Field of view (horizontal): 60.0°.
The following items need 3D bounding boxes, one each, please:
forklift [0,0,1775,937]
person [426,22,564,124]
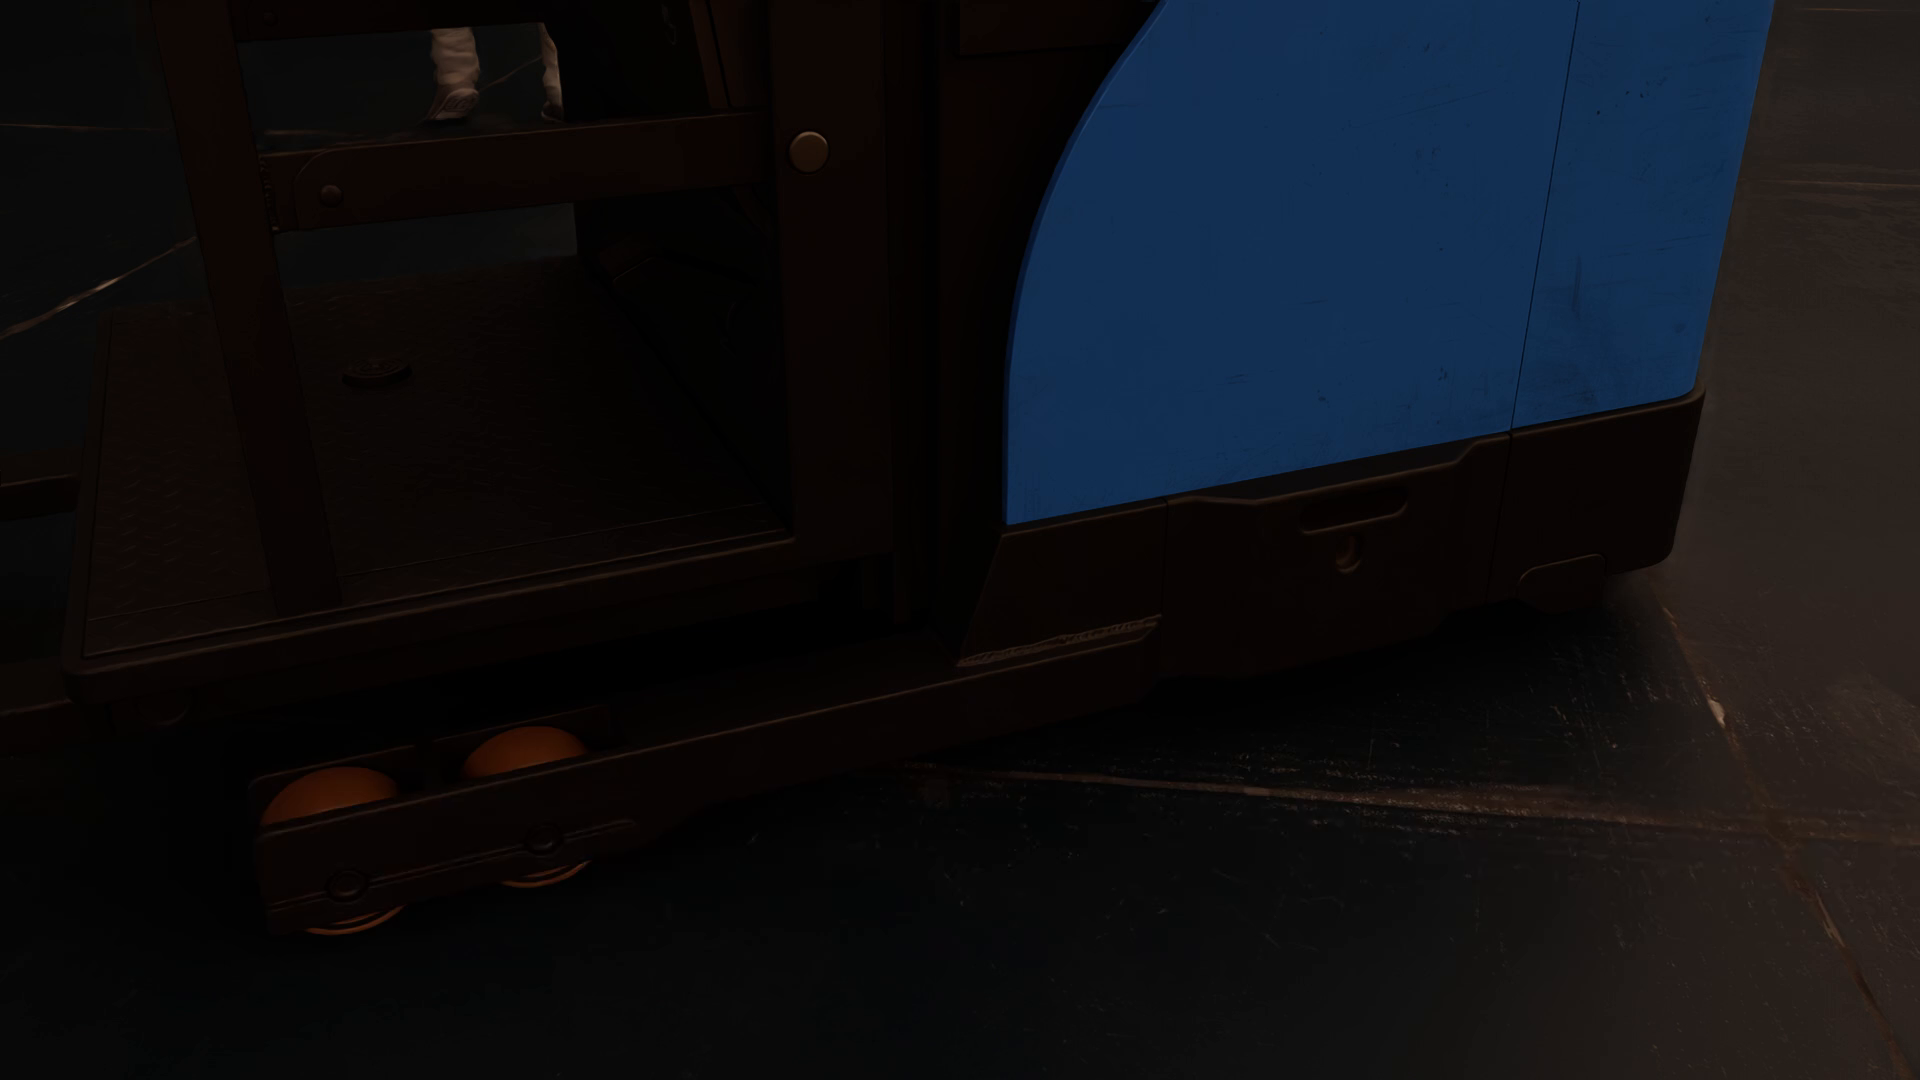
[{"bbox_3d":[-0.567,-1.178,1.578,3.031,2.935,1.130,-11,28,-21],"label":"forklift"},{"bbox_3d":[-1.314,-1.985,4.722,0.589,1.714,0.481,-11,28,-20],"label":"person"}]
